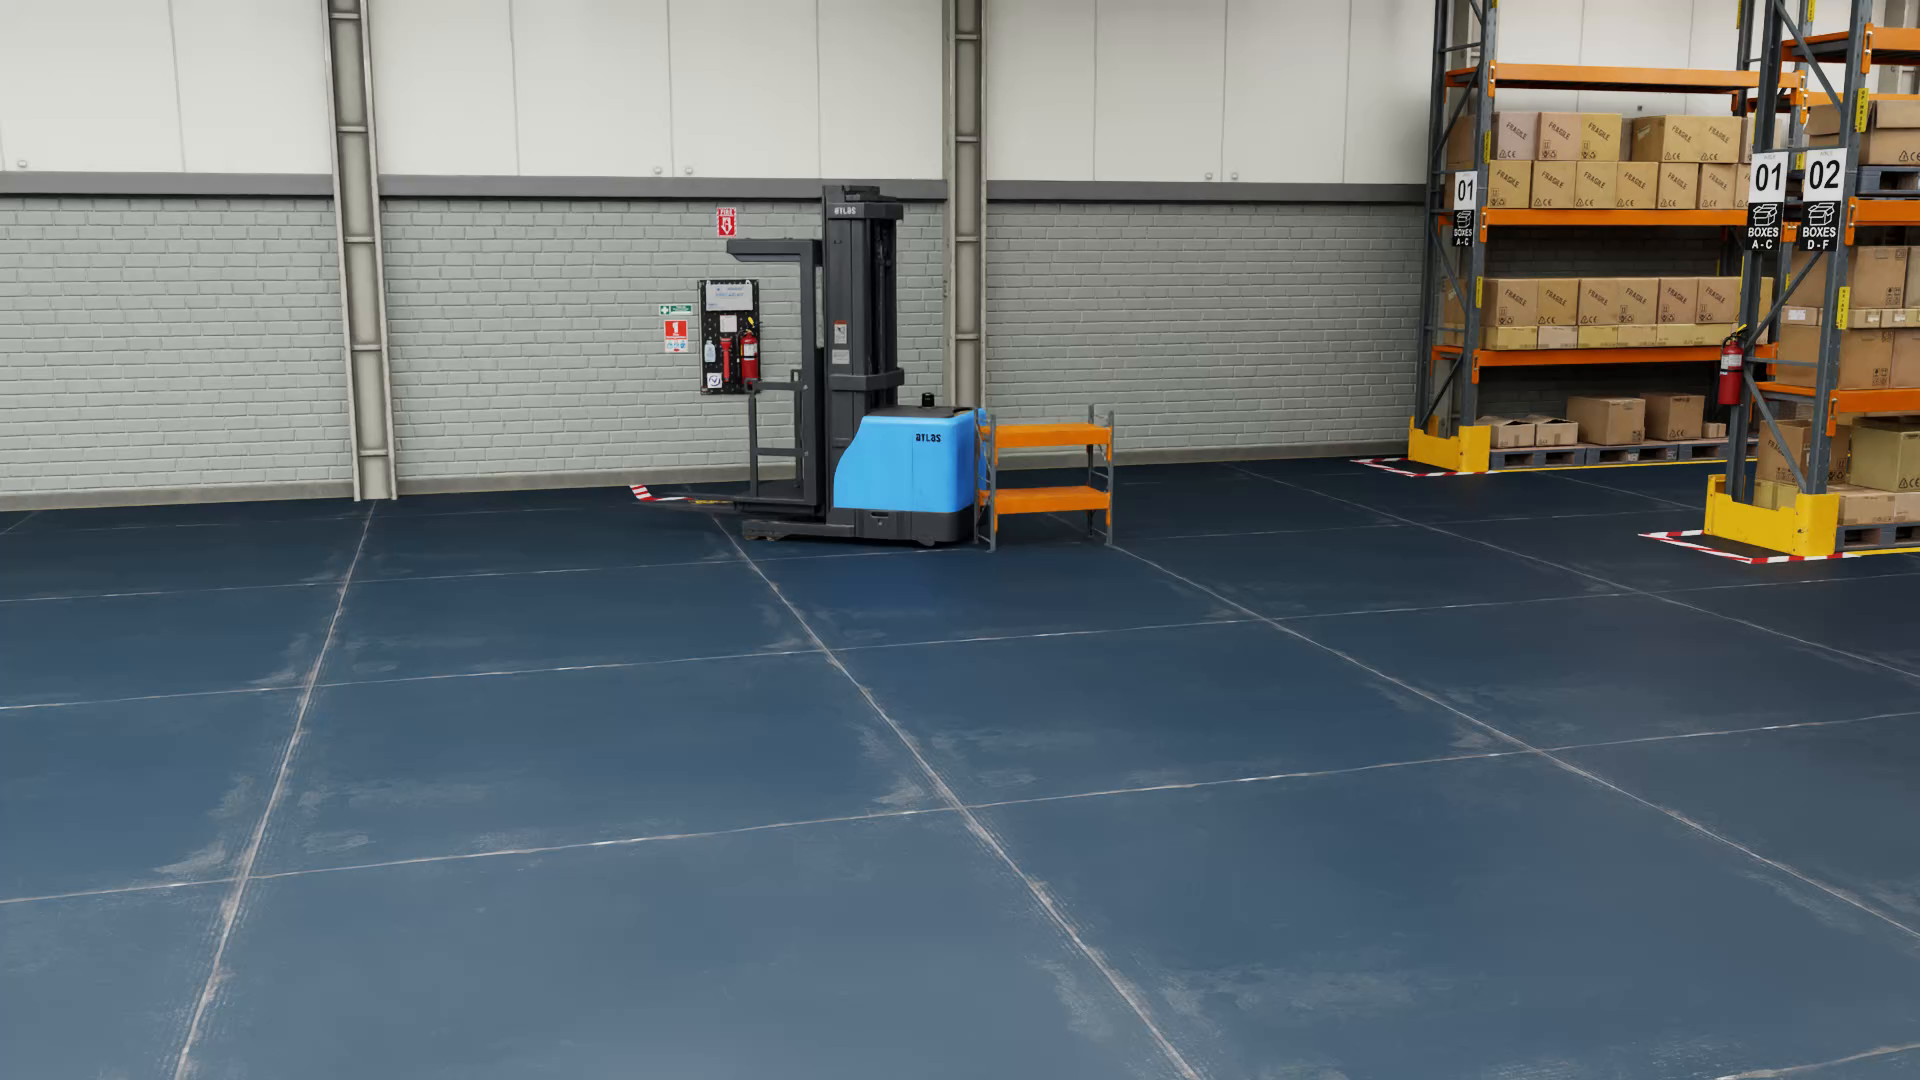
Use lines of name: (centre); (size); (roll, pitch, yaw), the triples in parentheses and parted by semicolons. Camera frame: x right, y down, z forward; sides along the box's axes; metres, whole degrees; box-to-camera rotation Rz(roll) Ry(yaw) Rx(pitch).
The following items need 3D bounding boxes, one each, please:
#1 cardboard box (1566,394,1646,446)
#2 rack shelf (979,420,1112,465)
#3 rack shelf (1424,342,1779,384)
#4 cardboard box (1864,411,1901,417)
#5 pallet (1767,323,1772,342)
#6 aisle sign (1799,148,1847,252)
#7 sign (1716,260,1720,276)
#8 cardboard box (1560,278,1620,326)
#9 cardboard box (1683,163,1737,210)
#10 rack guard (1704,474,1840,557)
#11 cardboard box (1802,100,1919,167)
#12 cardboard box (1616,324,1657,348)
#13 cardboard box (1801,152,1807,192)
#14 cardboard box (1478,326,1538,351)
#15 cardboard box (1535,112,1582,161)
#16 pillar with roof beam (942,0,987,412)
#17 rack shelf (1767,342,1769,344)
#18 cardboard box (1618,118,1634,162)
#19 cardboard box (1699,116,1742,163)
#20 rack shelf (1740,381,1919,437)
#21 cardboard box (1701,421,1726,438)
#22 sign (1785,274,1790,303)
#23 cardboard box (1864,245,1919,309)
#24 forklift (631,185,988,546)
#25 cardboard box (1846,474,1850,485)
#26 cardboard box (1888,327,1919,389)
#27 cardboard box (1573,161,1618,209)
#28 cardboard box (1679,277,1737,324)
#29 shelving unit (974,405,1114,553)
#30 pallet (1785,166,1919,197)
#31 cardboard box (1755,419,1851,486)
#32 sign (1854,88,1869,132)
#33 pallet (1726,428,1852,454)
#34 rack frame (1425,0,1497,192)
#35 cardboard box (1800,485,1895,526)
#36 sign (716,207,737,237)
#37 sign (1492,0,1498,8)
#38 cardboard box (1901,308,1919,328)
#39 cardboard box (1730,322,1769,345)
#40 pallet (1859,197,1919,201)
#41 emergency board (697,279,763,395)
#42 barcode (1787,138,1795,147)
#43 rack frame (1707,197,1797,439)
cardboard box: (7.332, -1.374, 18.912); (0.500, 0.500, 0.700); (-4, 11, -20)
rack shelf: (0.686, -0.805, 13.698); (1.000, 0.278, 0.538); (-3, 11, -17)
rack shelf: (7.297, -2.057, 18.924); (4.000, 0.370, 1.077); (-3, 11, -16)
cardboard box: (10.902, -1.593, 20.104); (0.500, 0.500, 0.700); (-3, 11, -15)
pallet: (9.992, -2.431, 19.498); (1.213, 0.211, 1.003); (-3, 11, -16)
aisle sign: (6.787, -2.671, 13.089); (0.004, 0.787, 0.394); (-3, 11, -16)
sign: (9.058, -3.178, 19.826); (0.005, 0.325, 0.100); (-3, 11, -16)
cardboard box: (6.894, -2.635, 18.362); (0.500, 0.500, 0.500); (-3, 11, -18)
cardboard box: (8.312, -3.955, 18.627); (0.500, 0.500, 0.500); (-4, 11, -21)
rack guard: (6.742, -0.218, 13.852); (0.348, 0.500, 1.175); (-3, 11, -16)
cardboard box: (7.318, -3.279, 13.454); (0.637, 0.503, 0.797); (-2, 11, -12)
cardboard box: (7.405, -2.294, 18.582); (0.500, 0.250, 0.500); (-3, 11, -15)
cardboard box: (9.764, -4.257, 19.164); (0.500, 0.500, 0.500); (-1, 11, -8)
cardboard box: (5.934, -2.215, 18.155); (0.500, 0.250, 0.500); (-3, 11, -18)
cardboard box: (6.310, -4.330, 17.902); (0.500, 0.500, 0.500); (-3, 11, -17)
pillar with roof beam: (1.249, -4.394, 13.060); (0.400, 9.000, 9.100); (-3, 11, -16)
rack shelf: (11.137, -2.260, 20.023); (4.000, 0.370, 1.077); (-3, 11, -16)
cardboard box: (7.203, -4.478, 18.707); (0.500, 0.500, 0.500); (-3, 11, -16)
cardboard box: (8.286, -4.436, 18.480); (0.500, 0.500, 0.500); (-2, 11, -13)
rack shelf: (8.685, -1.196, 14.247); (4.000, 0.370, 1.077); (-3, 11, -16)
cardboard box: (8.712, -1.303, 19.450); (0.250, 0.166, 0.380); (-5, 11, -23)
sign: (9.376, -2.844, 18.820); (0.005, 0.325, 0.100); (-3, 11, -16)
cardboard box: (7.771, -2.188, 13.786); (0.500, 0.500, 0.700); (-3, 11, -17)
forklift: (-1.336, -1.521, 14.212); (3.031, 2.935, 1.130); (3, 11, 17)
cardboard box: (7.674, -0.409, 14.418); (0.500, 0.250, 0.500); (-3, 11, -16)
cardboard box: (7.719, -1.547, 13.888); (0.500, 0.500, 0.700); (-3, 11, -14)
cardboard box: (6.790, -3.865, 18.142); (0.500, 0.500, 0.500); (-2, 11, -13)
cardboard box: (8.372, -2.713, 18.788); (0.500, 0.500, 0.500); (-3, 11, -16)
shelving unit: (0.686, -0.518, 13.751); (1.048, 1.125, 0.538); (-3, 11, -17)
pallet: (7.451, -2.912, 13.538); (1.213, 0.211, 1.003); (-3, 11, -16)
cardboard box: (7.196, -0.751, 14.203); (0.500, 0.500, 0.500); (-3, 11, -16)
sign: (6.914, -3.296, 12.748); (0.005, 0.325, 0.100); (-3, 11, -16)
pallet: (9.964, -1.181, 19.876); (1.213, 0.211, 1.003); (-3, 11, -16)
rack frame: (5.376, -5.260, 17.766); (0.127, 3.000, 1.000); (-3, 11, -16)
cardboard box: (7.342, -0.292, 13.780); (0.500, 0.250, 0.500); (-3, 11, -16)
sign: (-2.373, -3.231, 16.907); (0.199, 0.298, 0.001); (-3, 11, -16)
sign: (5.528, -5.664, 17.161); (0.005, 0.325, 0.100); (-3, 11, -16)
cardboard box: (7.694, -1.826, 13.611); (0.250, 0.149, 0.380); (-3, 11, -16)
cardboard box: (8.847, -2.372, 19.004); (0.500, 0.250, 0.500); (-3, 11, -16)
pallet: (10.835, -3.961, 19.511); (1.003, 0.211, 1.213); (-3, 11, -16)
emergency board: (-2.337, -2.074, 17.025); (0.643, 1.169, 0.194); (-3, 11, -16)
barcode: (6.920, -3.309, 13.846); (0.075, 0.075, 0.001); (-3, 11, -16)
rack frame: (9.217, -2.512, 19.408); (0.127, 3.000, 1.000); (-3, 11, -16)
